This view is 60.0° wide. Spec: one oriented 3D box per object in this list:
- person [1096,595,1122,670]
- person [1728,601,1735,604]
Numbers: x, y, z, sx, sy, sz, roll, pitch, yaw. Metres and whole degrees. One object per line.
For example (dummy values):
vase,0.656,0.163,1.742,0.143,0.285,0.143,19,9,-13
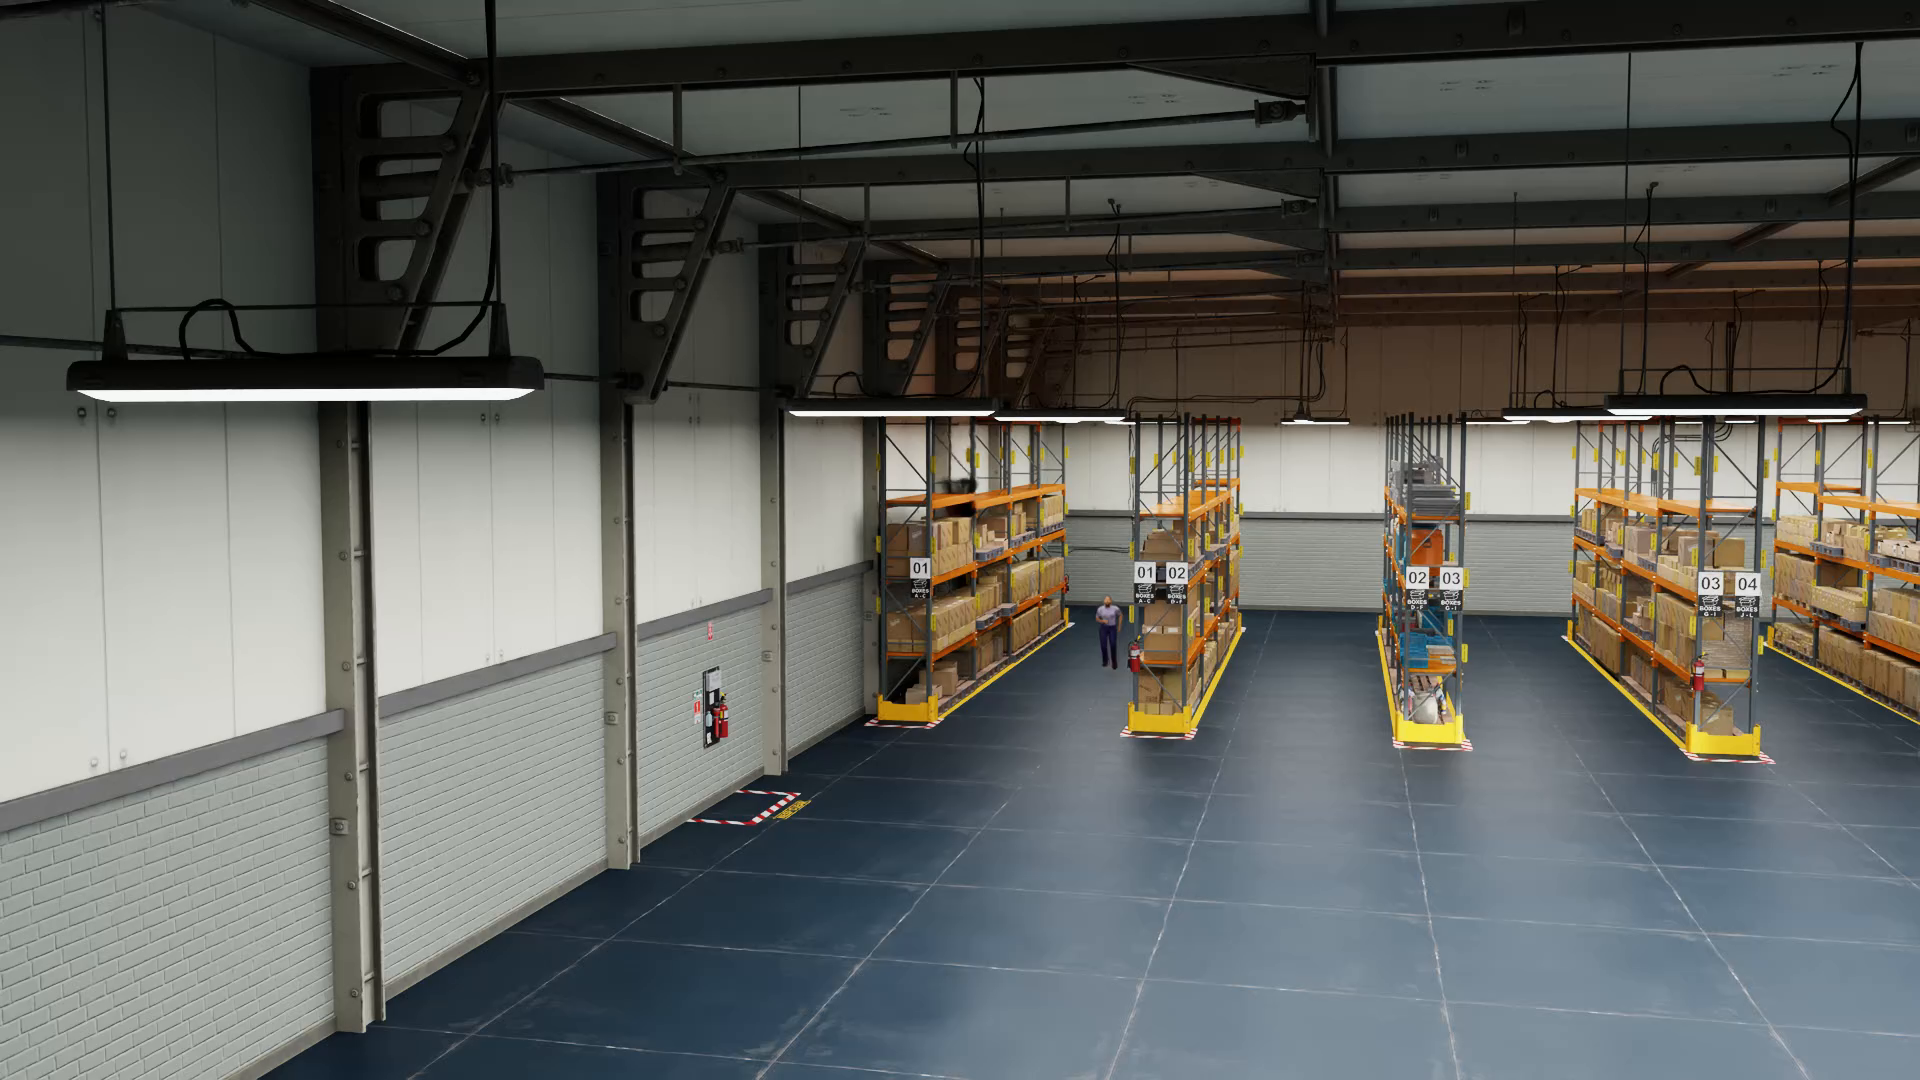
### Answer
person,3.368,2.101,37.638,0.601,1.689,0.645,0,4,6
person,20.025,1.956,43.602,0.672,1.634,0.571,2,5,32
